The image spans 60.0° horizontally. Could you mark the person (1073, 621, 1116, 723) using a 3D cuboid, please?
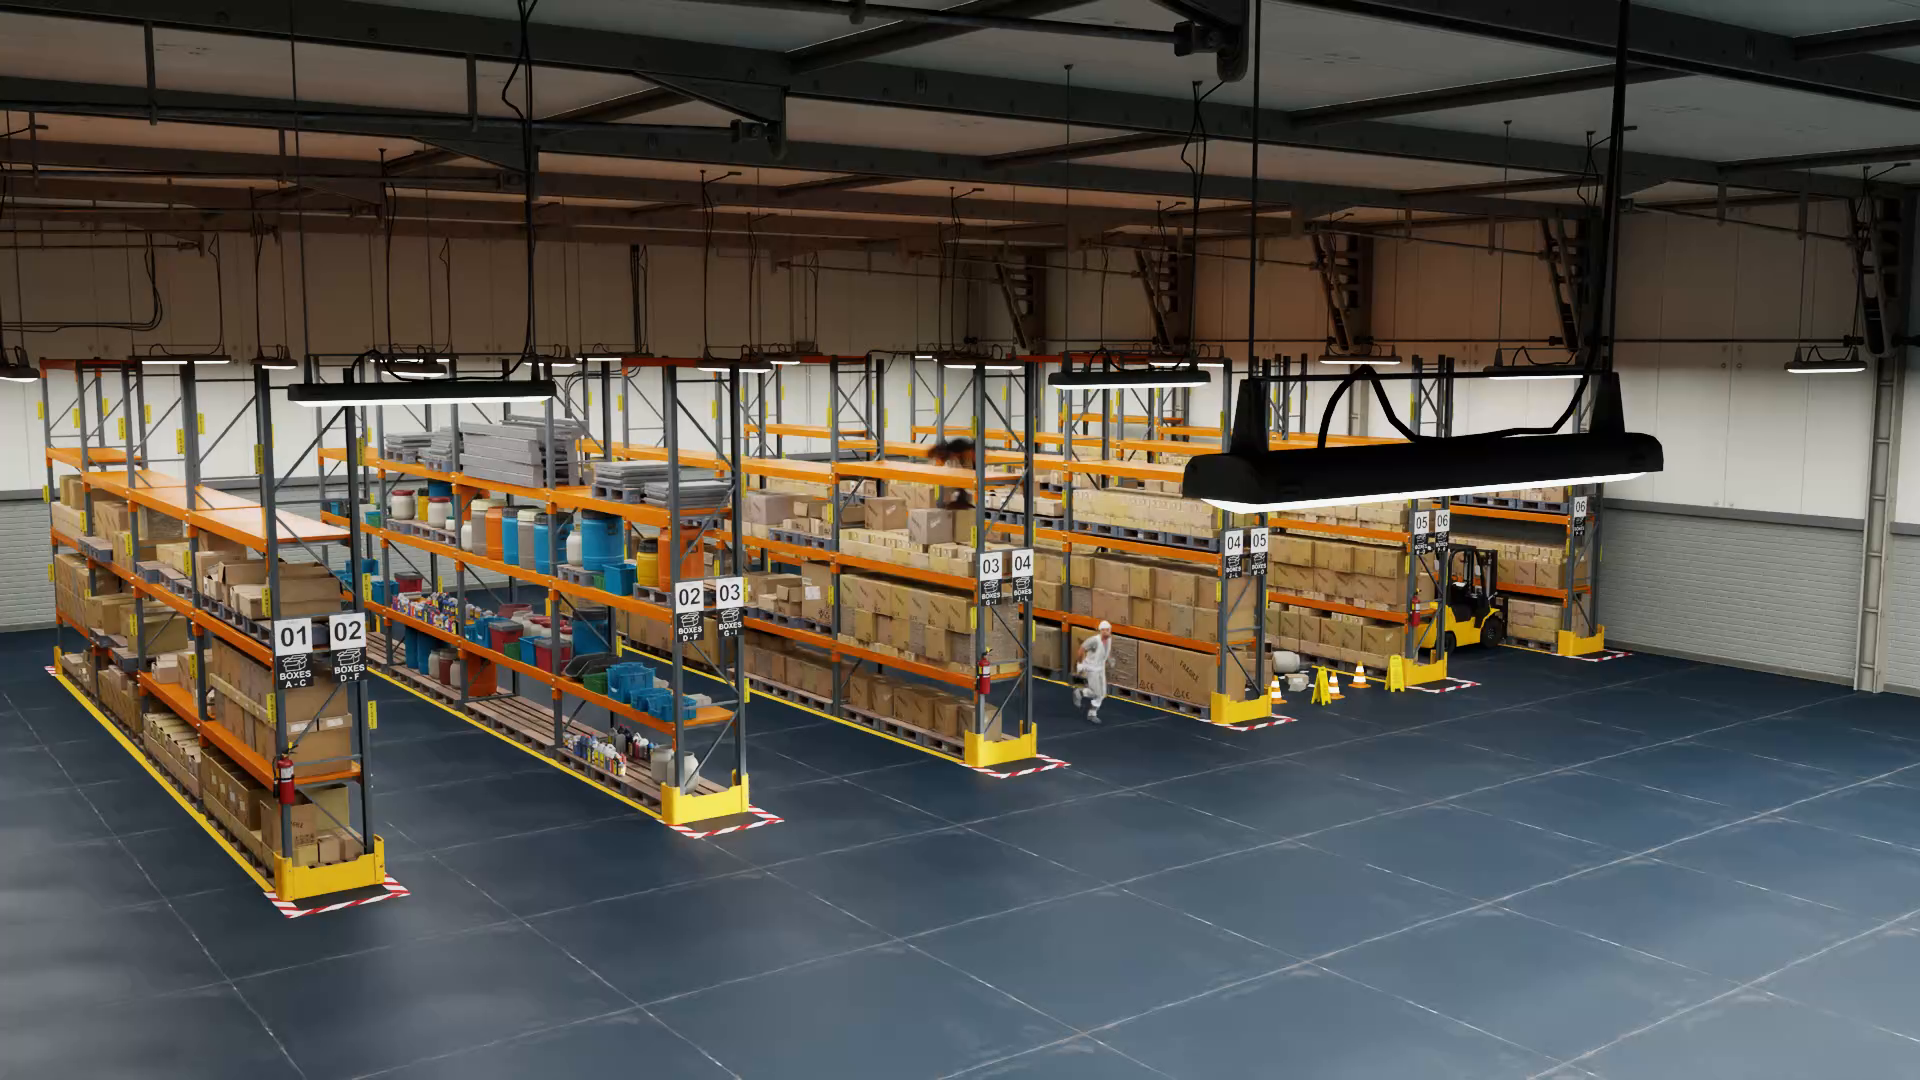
[{"bbox_3d":[2.235,2.175,27.741,0.759,1.716,0.646,5,9,38],"label":"person"}]
